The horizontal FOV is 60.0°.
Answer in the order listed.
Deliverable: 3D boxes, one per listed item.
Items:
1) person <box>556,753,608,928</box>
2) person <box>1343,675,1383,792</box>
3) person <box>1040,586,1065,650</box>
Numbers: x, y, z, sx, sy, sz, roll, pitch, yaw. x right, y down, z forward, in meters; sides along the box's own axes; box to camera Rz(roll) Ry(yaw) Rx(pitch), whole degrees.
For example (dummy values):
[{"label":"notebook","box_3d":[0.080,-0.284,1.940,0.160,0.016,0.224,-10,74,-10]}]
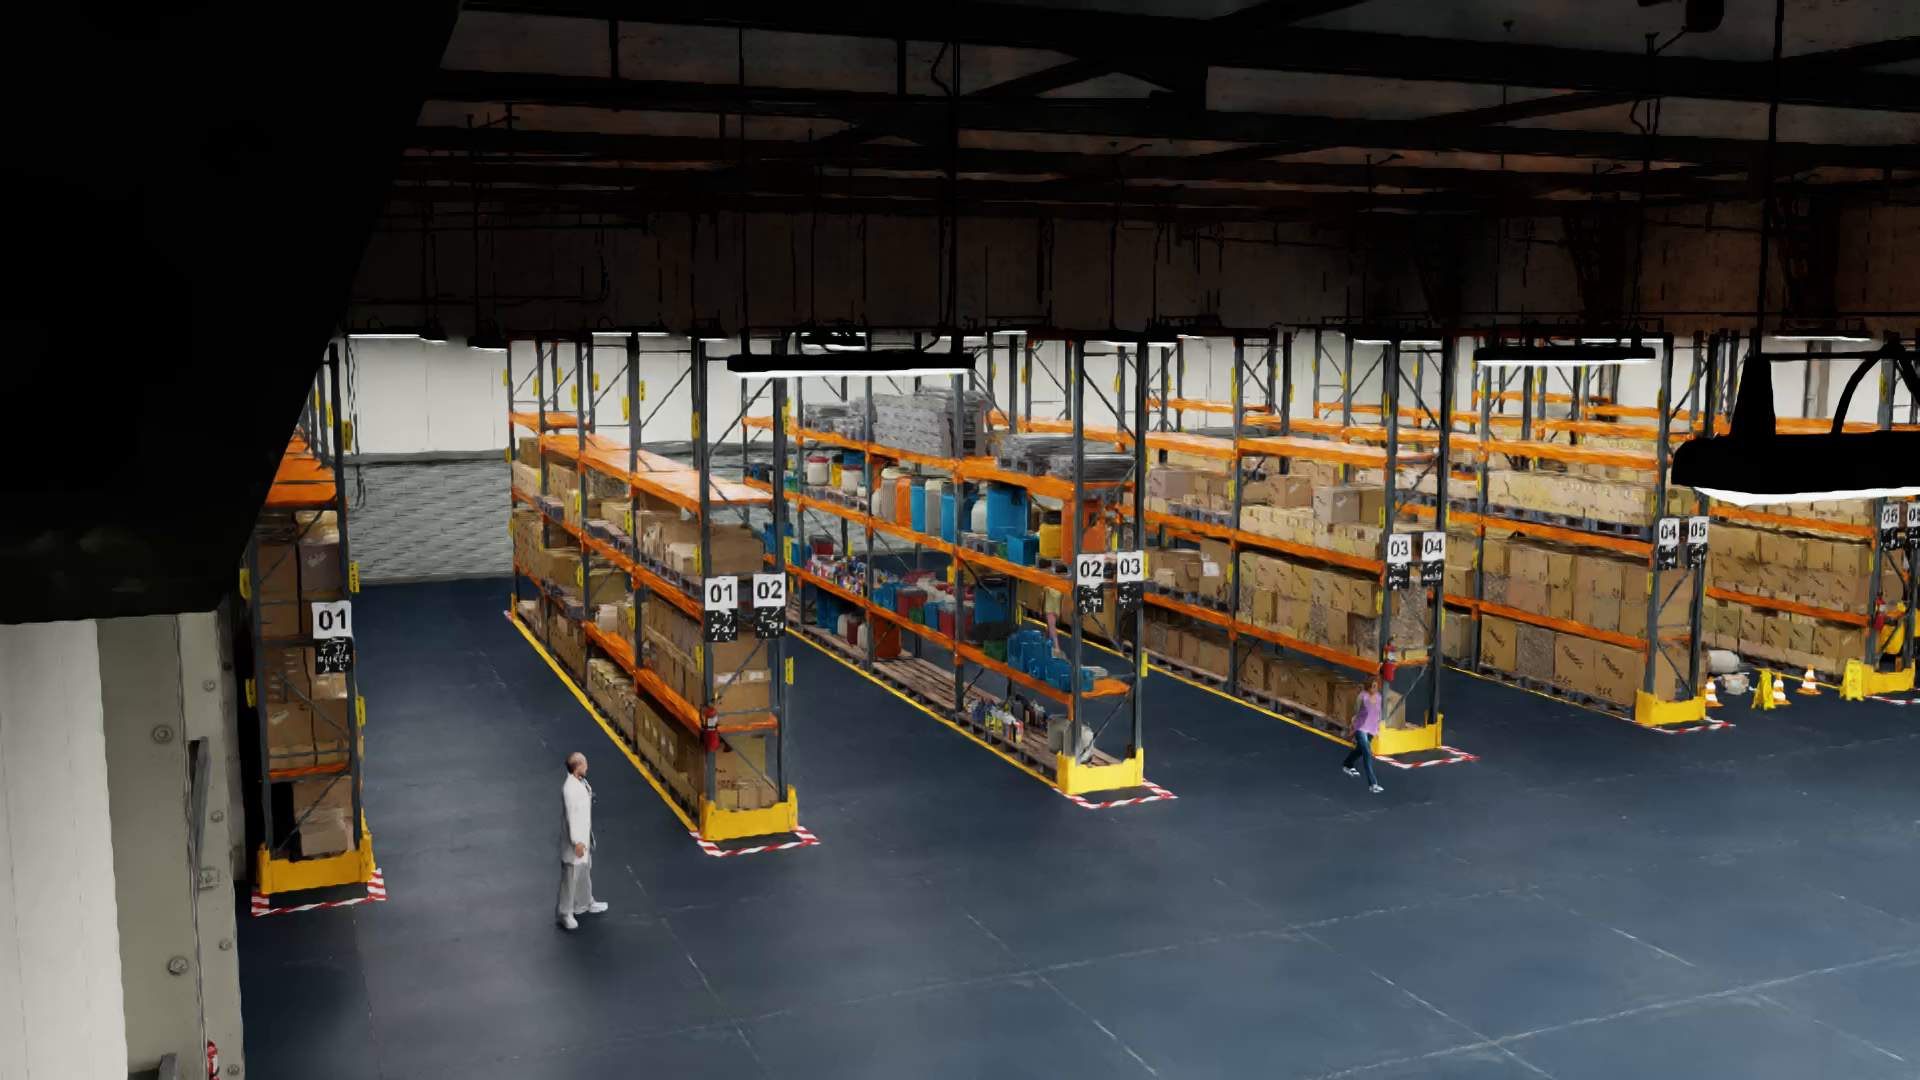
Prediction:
[{"label":"person","box_3d":[-3.981,3.086,17.333,0.477,1.782,0.676,0,8,-1]},{"label":"person","box_3d":[5.459,2.544,22.329,0.417,1.525,1.034,-3,9,-24]},{"label":"person","box_3d":[1.768,1.327,30.934,0.446,1.591,1.093,-4,9,-25]}]
